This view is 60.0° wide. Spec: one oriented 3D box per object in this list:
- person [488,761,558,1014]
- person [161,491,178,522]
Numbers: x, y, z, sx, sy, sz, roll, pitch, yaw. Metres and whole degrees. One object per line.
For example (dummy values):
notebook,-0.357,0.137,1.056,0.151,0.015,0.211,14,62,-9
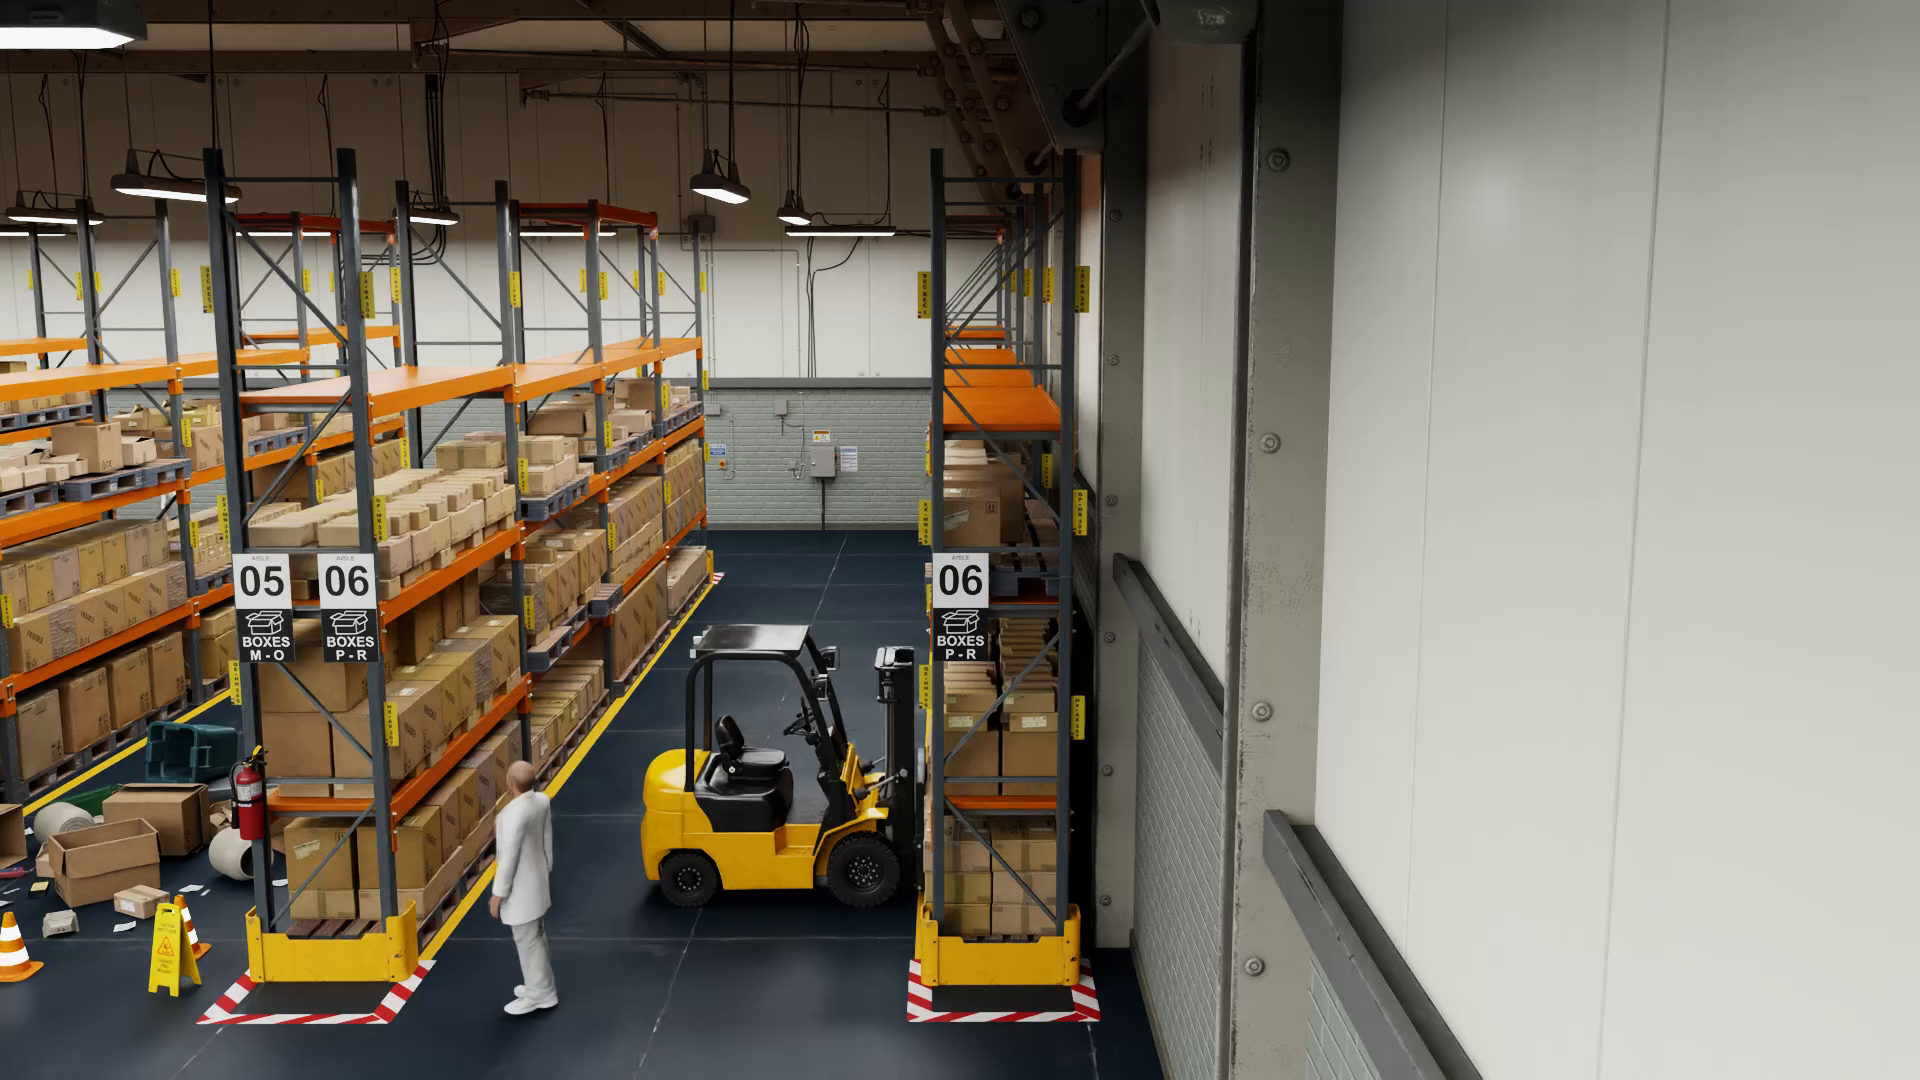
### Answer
person,-3.062,2.436,11.722,0.427,1.803,0.645,1,9,7
person,-14.303,-0.426,30.252,0.413,1.516,0.831,-5,10,-28
